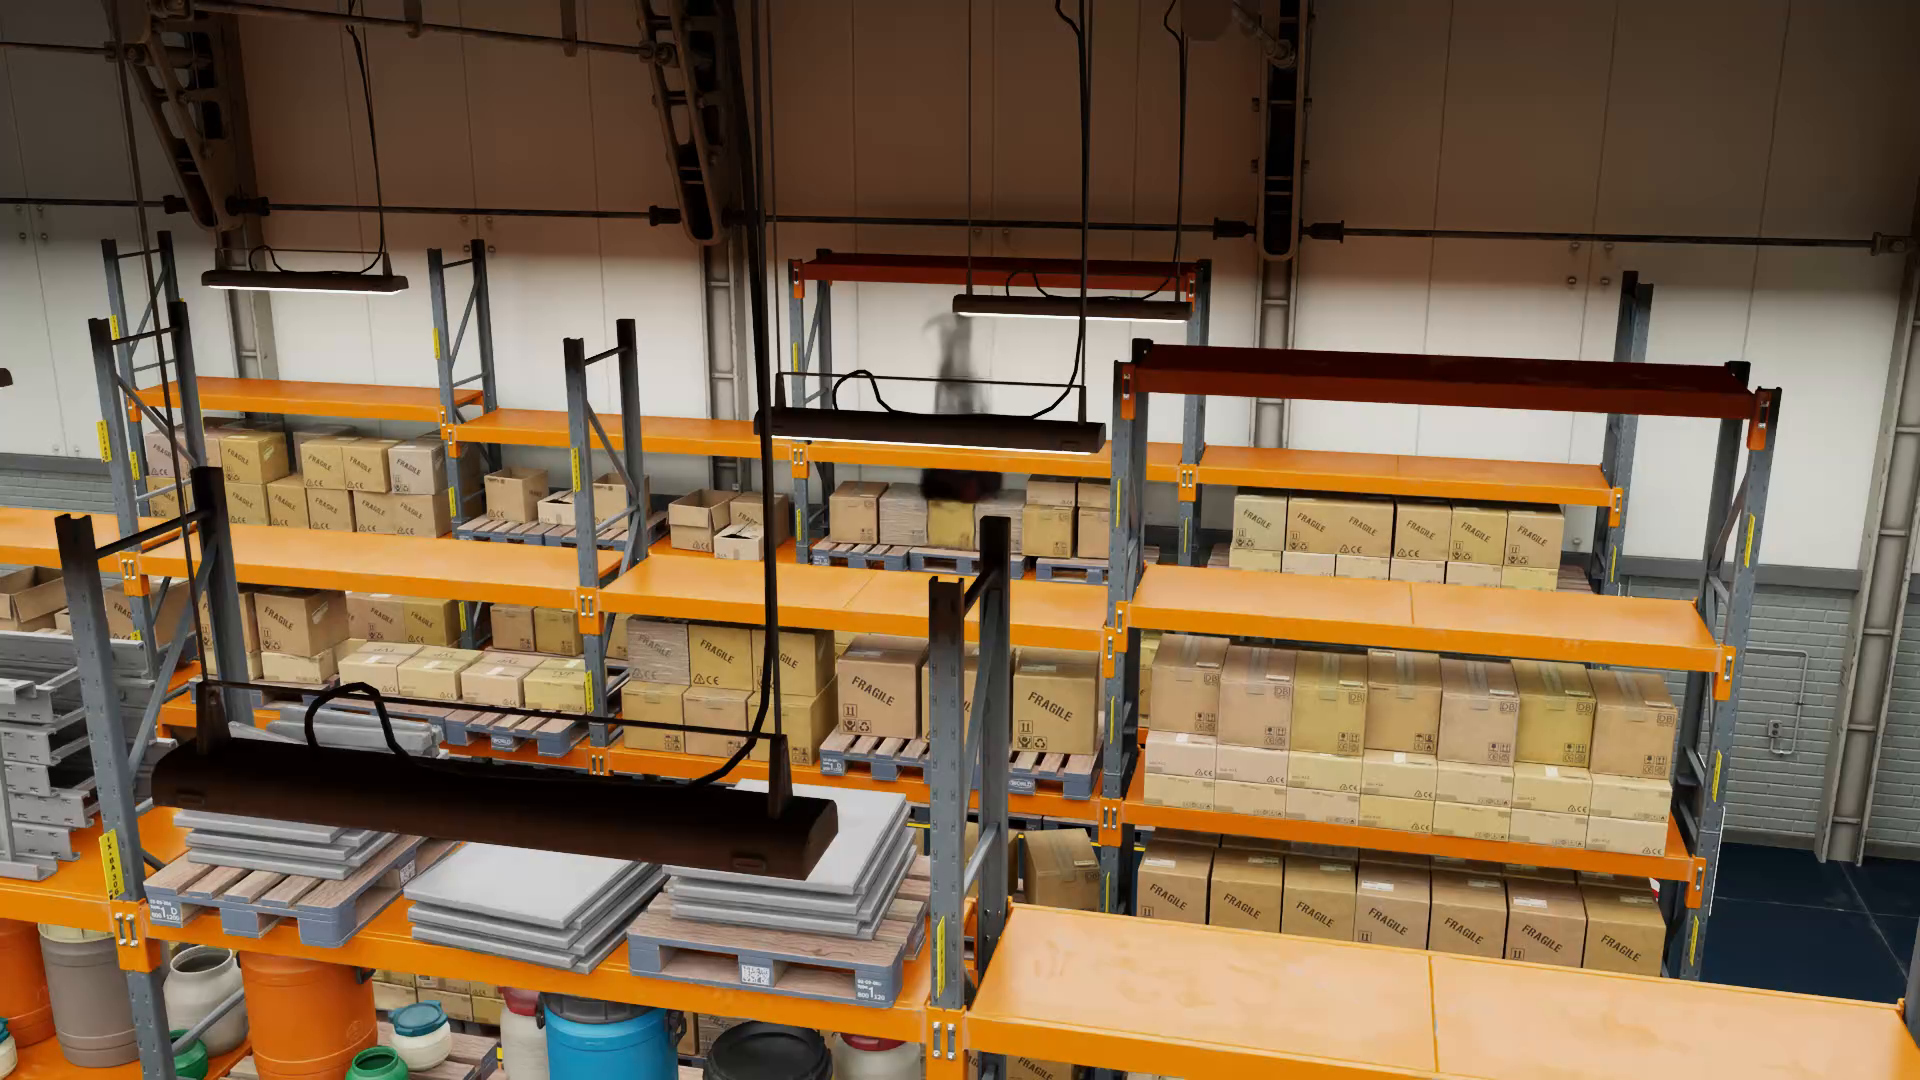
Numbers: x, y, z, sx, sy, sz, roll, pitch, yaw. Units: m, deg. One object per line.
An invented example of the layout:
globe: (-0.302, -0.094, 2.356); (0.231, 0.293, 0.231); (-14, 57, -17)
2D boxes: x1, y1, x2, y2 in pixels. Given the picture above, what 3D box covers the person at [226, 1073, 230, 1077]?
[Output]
person: (-5.233, 3.831, 12.154); (0.960, 1.707, 0.690); (2, 16, 7)
